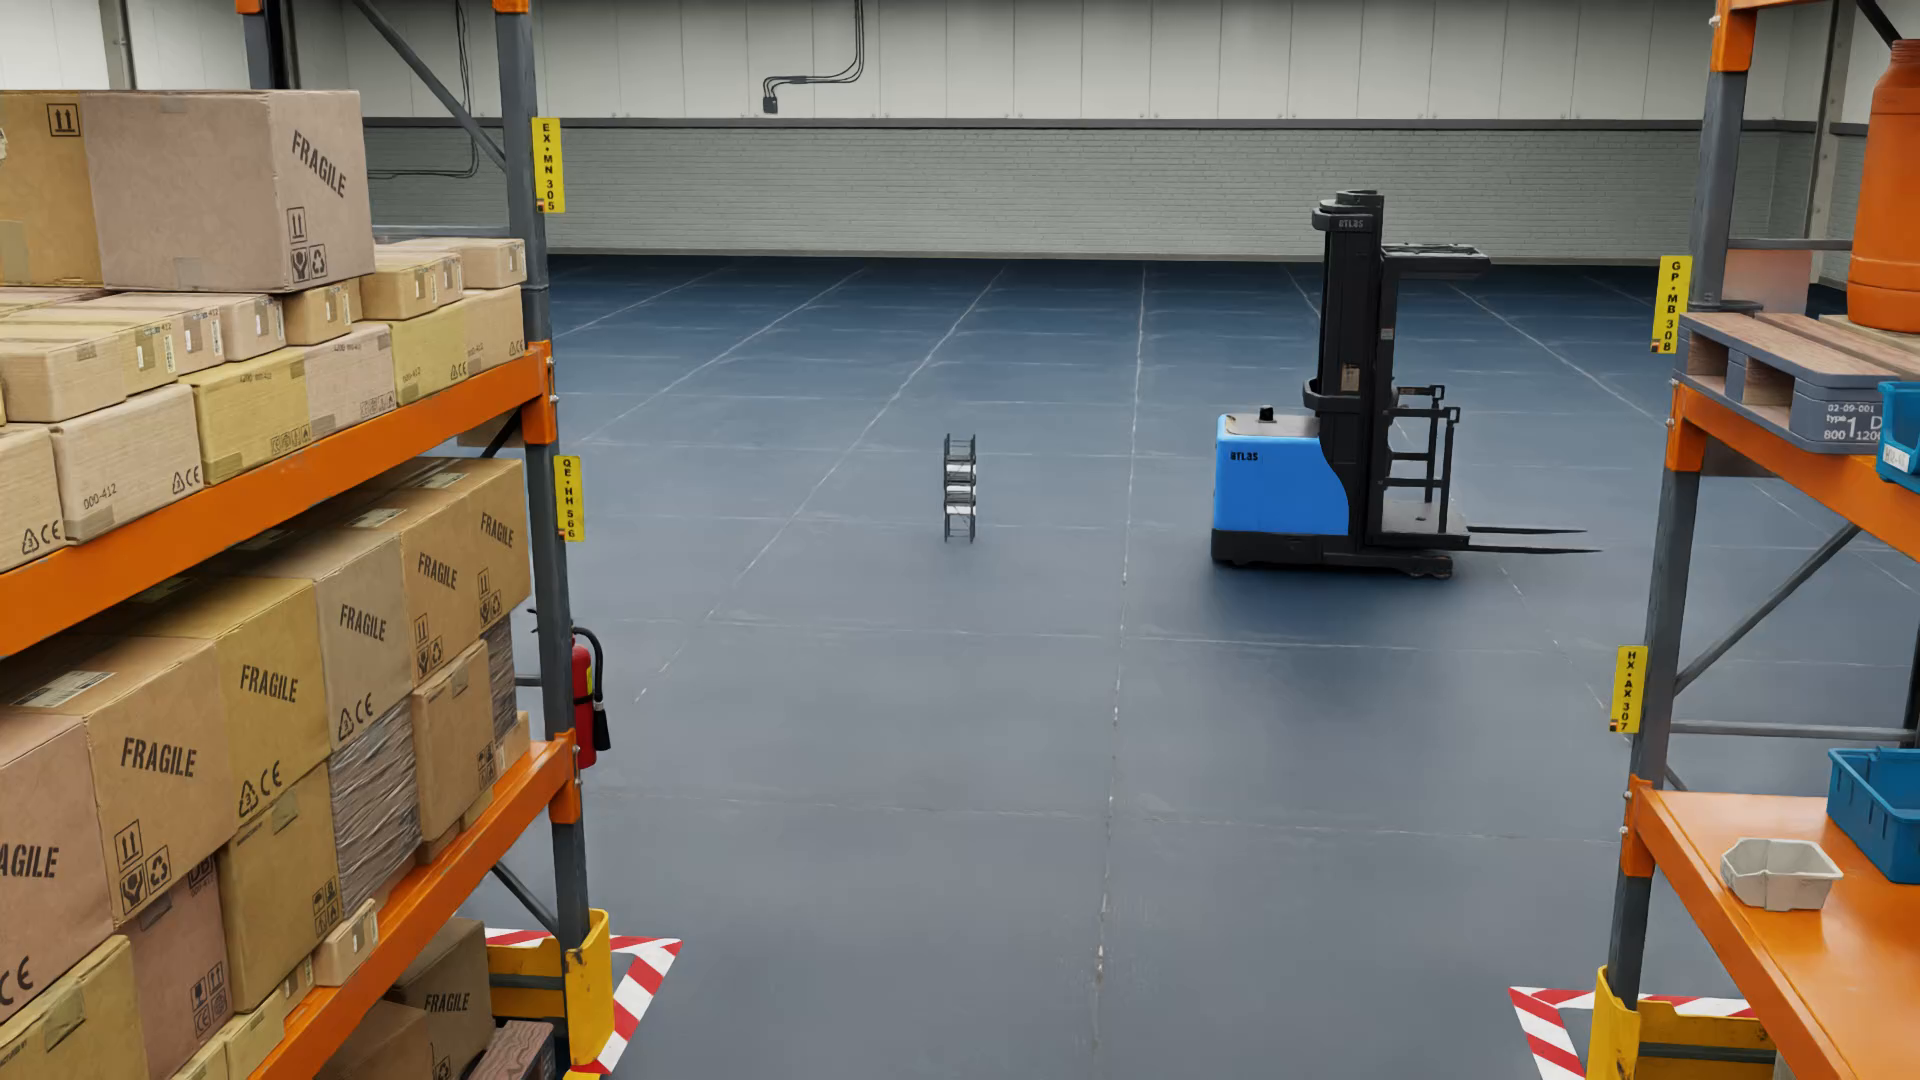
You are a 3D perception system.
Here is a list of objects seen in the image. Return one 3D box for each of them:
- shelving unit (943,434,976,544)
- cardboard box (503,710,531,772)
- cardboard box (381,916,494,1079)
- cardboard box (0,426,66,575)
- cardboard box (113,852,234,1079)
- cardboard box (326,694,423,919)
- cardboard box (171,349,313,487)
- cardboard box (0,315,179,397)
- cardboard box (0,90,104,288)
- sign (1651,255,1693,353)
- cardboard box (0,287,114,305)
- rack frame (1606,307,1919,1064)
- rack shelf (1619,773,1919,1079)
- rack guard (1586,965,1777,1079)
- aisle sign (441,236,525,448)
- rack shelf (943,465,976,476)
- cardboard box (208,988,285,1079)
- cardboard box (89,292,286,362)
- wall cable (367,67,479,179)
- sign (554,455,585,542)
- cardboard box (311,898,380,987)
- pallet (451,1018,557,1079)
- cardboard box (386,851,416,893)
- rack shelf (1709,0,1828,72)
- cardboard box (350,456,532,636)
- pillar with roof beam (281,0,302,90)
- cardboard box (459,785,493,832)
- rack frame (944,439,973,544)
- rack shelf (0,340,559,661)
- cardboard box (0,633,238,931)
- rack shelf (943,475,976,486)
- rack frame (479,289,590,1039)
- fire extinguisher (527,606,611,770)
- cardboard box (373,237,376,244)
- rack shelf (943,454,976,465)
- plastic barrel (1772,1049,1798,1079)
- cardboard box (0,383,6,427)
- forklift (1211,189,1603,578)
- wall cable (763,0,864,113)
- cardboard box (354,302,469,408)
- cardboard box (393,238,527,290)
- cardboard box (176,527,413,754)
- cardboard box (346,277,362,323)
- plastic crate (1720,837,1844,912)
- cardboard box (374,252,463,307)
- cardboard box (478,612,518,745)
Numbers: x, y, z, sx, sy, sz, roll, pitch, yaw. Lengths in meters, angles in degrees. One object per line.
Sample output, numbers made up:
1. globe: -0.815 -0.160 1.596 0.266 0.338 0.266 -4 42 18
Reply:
1. shelving unit: -0.001 -0.432 14.037 0.258 0.900 0.210 2 15 6
2. cardboard box: -1.822 0.738 6.168 0.380 0.149 0.250 2 15 6
3. cardboard box: -2.082 1.702 6.105 0.500 0.500 0.500 5 16 17
4. cardboard box: -2.087 -0.048 3.134 0.500 0.250 0.500 2 15 6
5. cardboard box: -2.287 1.006 3.933 0.875 0.500 0.500 2 15 6
6. cardboard box: -2.121 0.748 4.887 0.875 0.500 0.500 2 15 6
7. cardboard box: -1.969 -0.314 4.116 0.500 0.250 0.500 1 15 5
8. cardboard box: -1.994 -0.408 3.703 0.380 0.149 0.250 1 15 5
9. cardboard box: -2.431 -0.967 4.527 0.500 0.500 0.500 2 15 6
10. sign: 2.380 -0.787 5.563 0.100 0.325 0.005 2 15 6
11. cardboard box: -2.419 -0.564 4.280 0.380 0.149 0.250 2 15 6
12. rack frame: 2.926 0.683 5.891 1.000 3.000 0.127 2 15 6
13. rack shelf: 2.700 1.549 4.067 1.077 0.370 4.000 2 15 6
14. rack guard: 2.964 1.910 6.139 1.175 0.500 0.348 2 15 6
15. aisle sign: -1.690 -0.725 6.118 0.394 0.787 0.004 2 15 6
16. rack shelf: -0.001 -0.574 13.999 0.258 0.077 0.200 2 15 6
17. cardboard box: -1.968 1.259 4.240 0.380 0.149 0.250 2 15 6
18. cardboard box: -1.948 -0.543 4.201 0.380 0.149 0.250 1 15 3
19. wall cable: -12.717 -9.649 38.556 3.097 2.526 0.112 2 15 6
20. sign: -1.446 -0.153 6.159 0.100 0.325 0.005 2 15 6
21. cardboard box: -1.887 1.130 4.717 0.380 0.149 0.250 2 15 6
22. pallet: -2.131 2.112 5.946 1.003 0.211 1.213 2 15 6
23. cardboard box: -1.941 0.997 5.209 0.380 0.149 0.250 2 15 6
24. rack shelf: 2.700 -1.154 3.336 1.077 0.370 4.000 2 15 6
25. cardboard box: -1.812 0.012 5.694 0.500 0.500 0.500 2 15 6
26. pillar with roof beam: -10.086 -10.296 35.001 9.100 9.000 0.400 2 15 6
27. cardboard box: -1.828 0.869 5.682 0.380 0.149 0.250 2 15 6
28. rack frame: -0.012 -0.406 13.939 0.240 0.900 0.006 2 15 6
29. rack shelf: -2.221 -0.045 4.215 1.077 0.370 4.000 2 15 6
30. cardboard box: -2.031 0.531 3.775 0.500 0.500 0.500 2 15 6
31. rack shelf: -0.001 -0.487 14.022 0.258 0.077 0.200 2 15 6
32. rack frame: -1.995 0.537 6.431 1.000 3.000 0.127 2 15 6
33. fire extinguisher: -1.525 0.558 6.500 0.296 0.674 0.183 2 15 6
34. cardboard box: -2.256 -0.967 5.768 0.380 0.149 0.250 2 15 6
35. rack shelf: -0.001 -0.661 13.975 0.258 0.077 0.200 2 15 6
36. plastic barrel: 2.928 1.854 5.522 0.421 0.512 0.421 0 15 0
37. cardboard box: -2.105 -0.275 3.209 0.380 0.149 0.250 2 15 8
38. forklift: 3.585 -1.265 13.225 3.031 2.935 1.130 2 15 9
39. wall cable: -3.286 -12.506 36.658 2.305 6.003 0.169 2 15 6
40. cardboard box: -1.851 -0.577 5.089 0.500 0.250 0.500 2 15 7
41. cardboard box: -1.717 -0.950 5.706 0.380 0.149 0.250 2 15 6
42. cardboard box: -1.922 0.272 4.734 0.500 0.500 0.500 2 15 6
43. cardboard box: -1.941 -0.686 4.728 0.380 0.149 0.250 2 15 7
44. plastic crate: 2.505 1.032 5.102 0.298 0.136 0.250 2 15 6
45. cardboard box: -1.784 -0.812 5.195 0.380 0.149 0.250 1 15 4
46. cardboard box: -2.085 0.487 5.854 0.875 0.500 0.500 2 15 6
